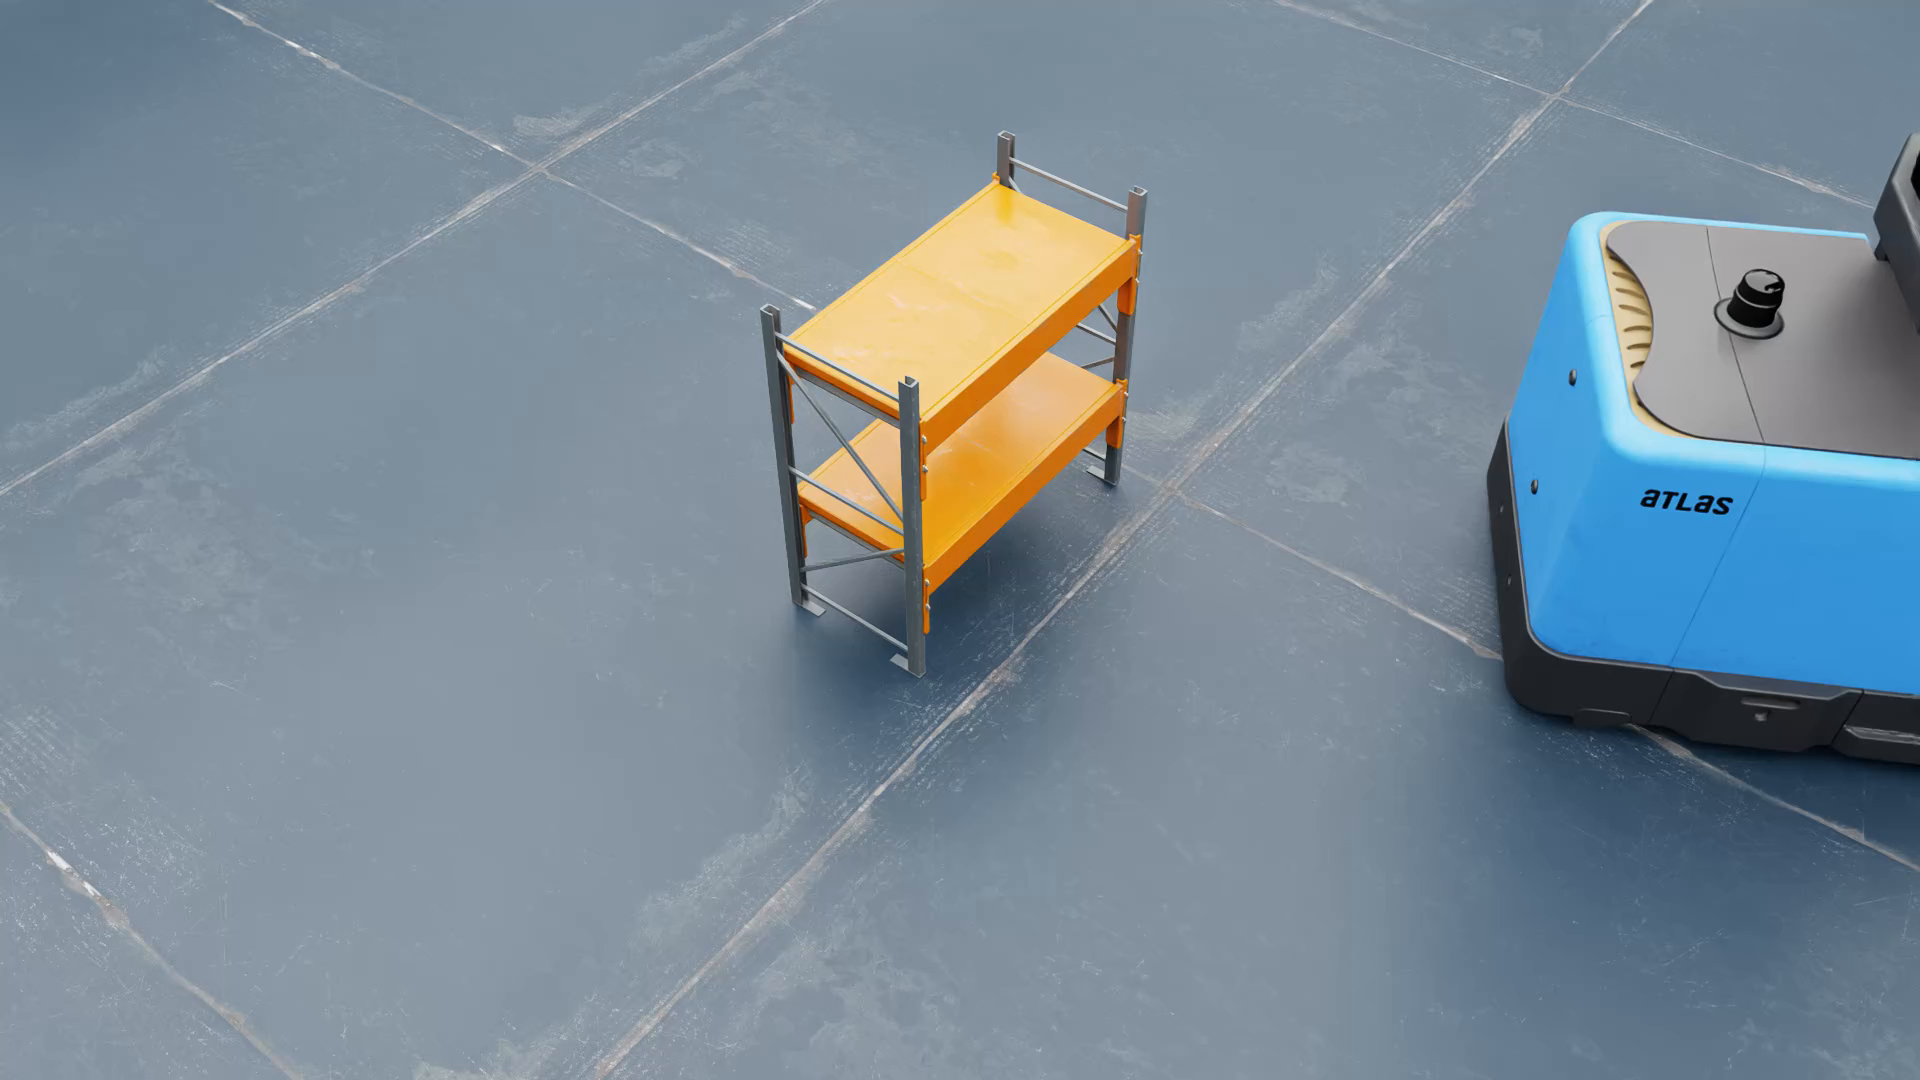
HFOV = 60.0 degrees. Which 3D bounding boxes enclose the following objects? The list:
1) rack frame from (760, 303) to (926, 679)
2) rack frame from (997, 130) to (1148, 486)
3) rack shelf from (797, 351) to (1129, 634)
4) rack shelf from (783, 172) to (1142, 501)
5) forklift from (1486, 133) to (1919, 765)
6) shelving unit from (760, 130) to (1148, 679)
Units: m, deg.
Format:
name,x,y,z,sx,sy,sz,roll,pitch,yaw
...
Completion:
name,x,y,z,sx,sy,sz,roll,pitch,yaw
rack frame,-0.307,-0.102,4.569,0.500,1.125,0.032,29,53,25
rack frame,0.315,-0.683,5.125,0.500,1.125,0.032,29,53,25
rack shelf,0.004,-0.224,5.024,0.538,0.278,1.000,29,53,25
rack shelf,0.004,-0.595,4.635,0.538,0.278,1.000,29,53,25
forklift,3.125,-0.696,3.887,3.031,2.935,1.130,6,47,6
shelving unit,0.004,-0.392,4.847,0.538,1.125,1.048,29,53,25
